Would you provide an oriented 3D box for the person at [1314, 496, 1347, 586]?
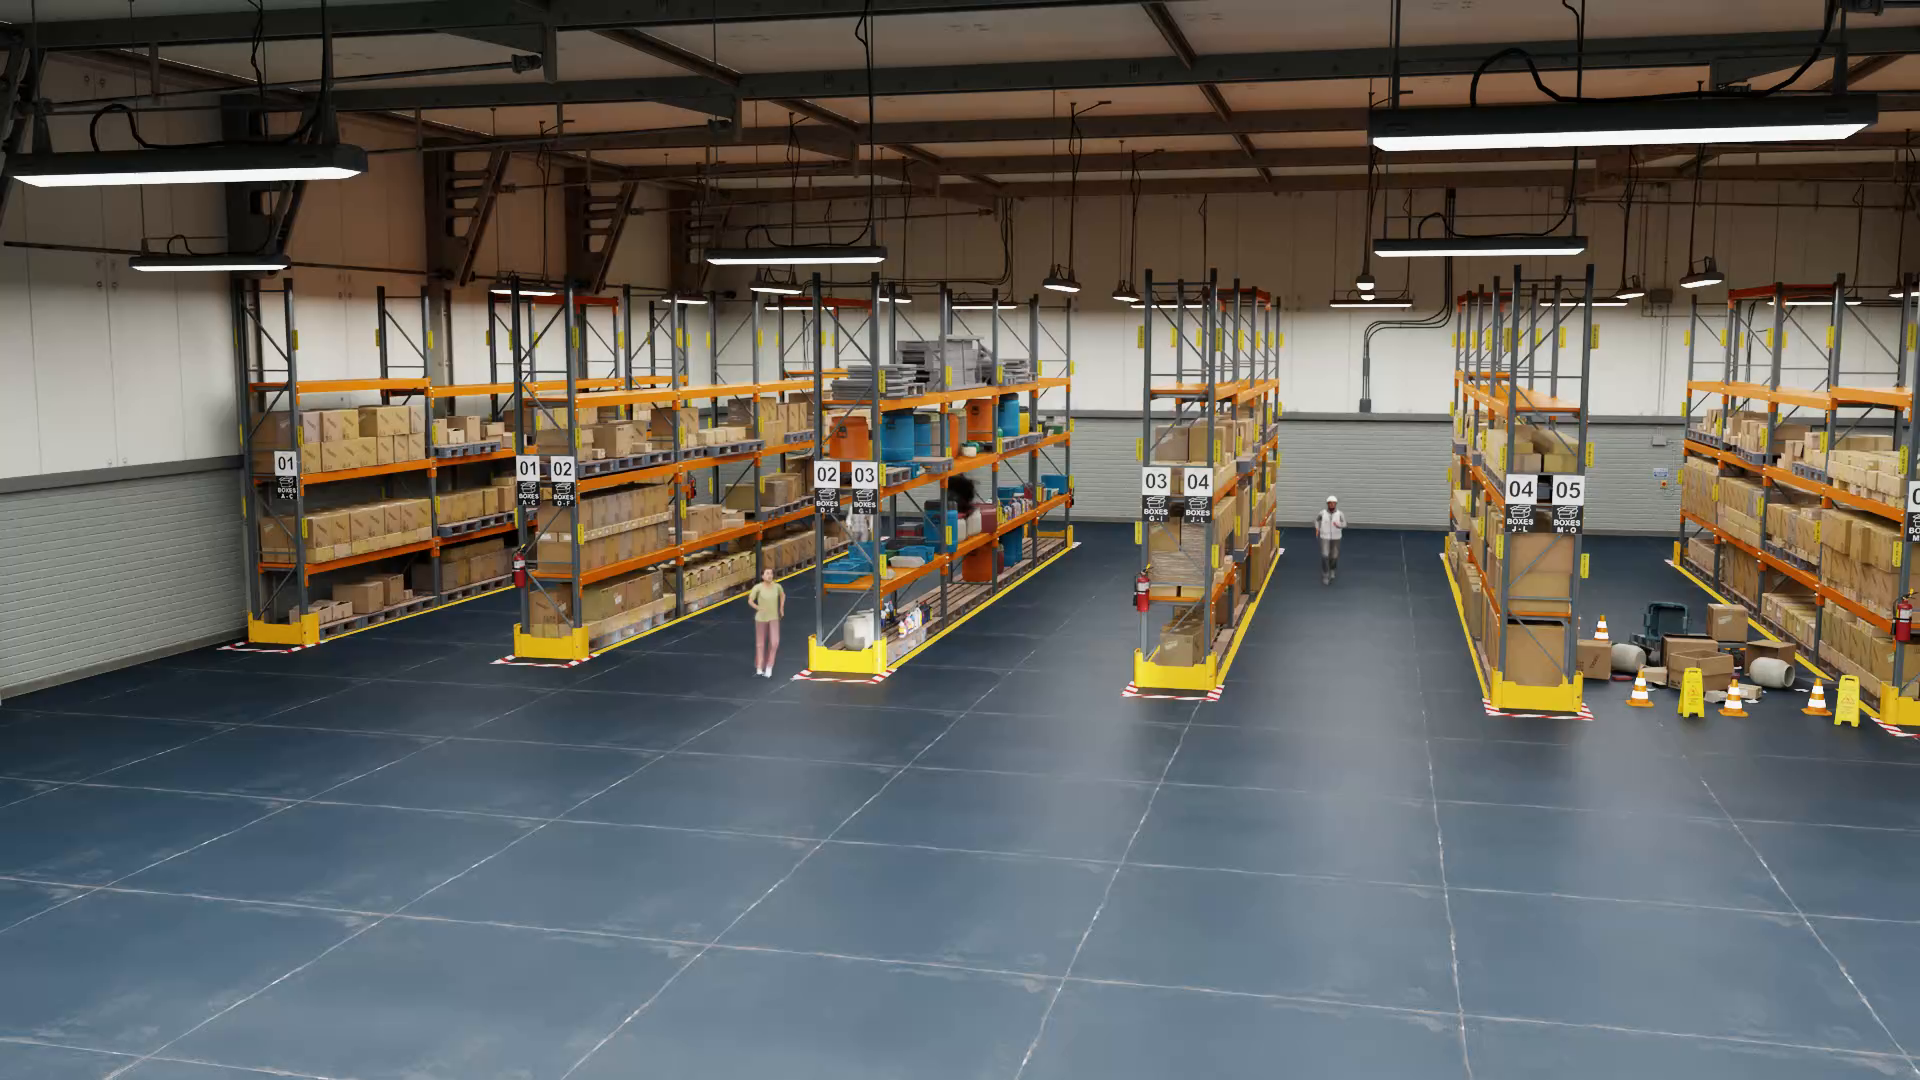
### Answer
[{"bbox_3d":[7.663,-0.010,34.401,0.636,1.815,0.850,1,7,7],"label":"person"}]

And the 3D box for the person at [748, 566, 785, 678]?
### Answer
[{"bbox_3d":[-2.861,1.219,24.765,0.598,1.678,0.637,-2,7,-16],"label":"person"}]

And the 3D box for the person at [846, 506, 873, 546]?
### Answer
[{"bbox_3d":[-2.038,-0.191,34.267,0.607,1.642,0.699,0,7,2],"label":"person"}]
